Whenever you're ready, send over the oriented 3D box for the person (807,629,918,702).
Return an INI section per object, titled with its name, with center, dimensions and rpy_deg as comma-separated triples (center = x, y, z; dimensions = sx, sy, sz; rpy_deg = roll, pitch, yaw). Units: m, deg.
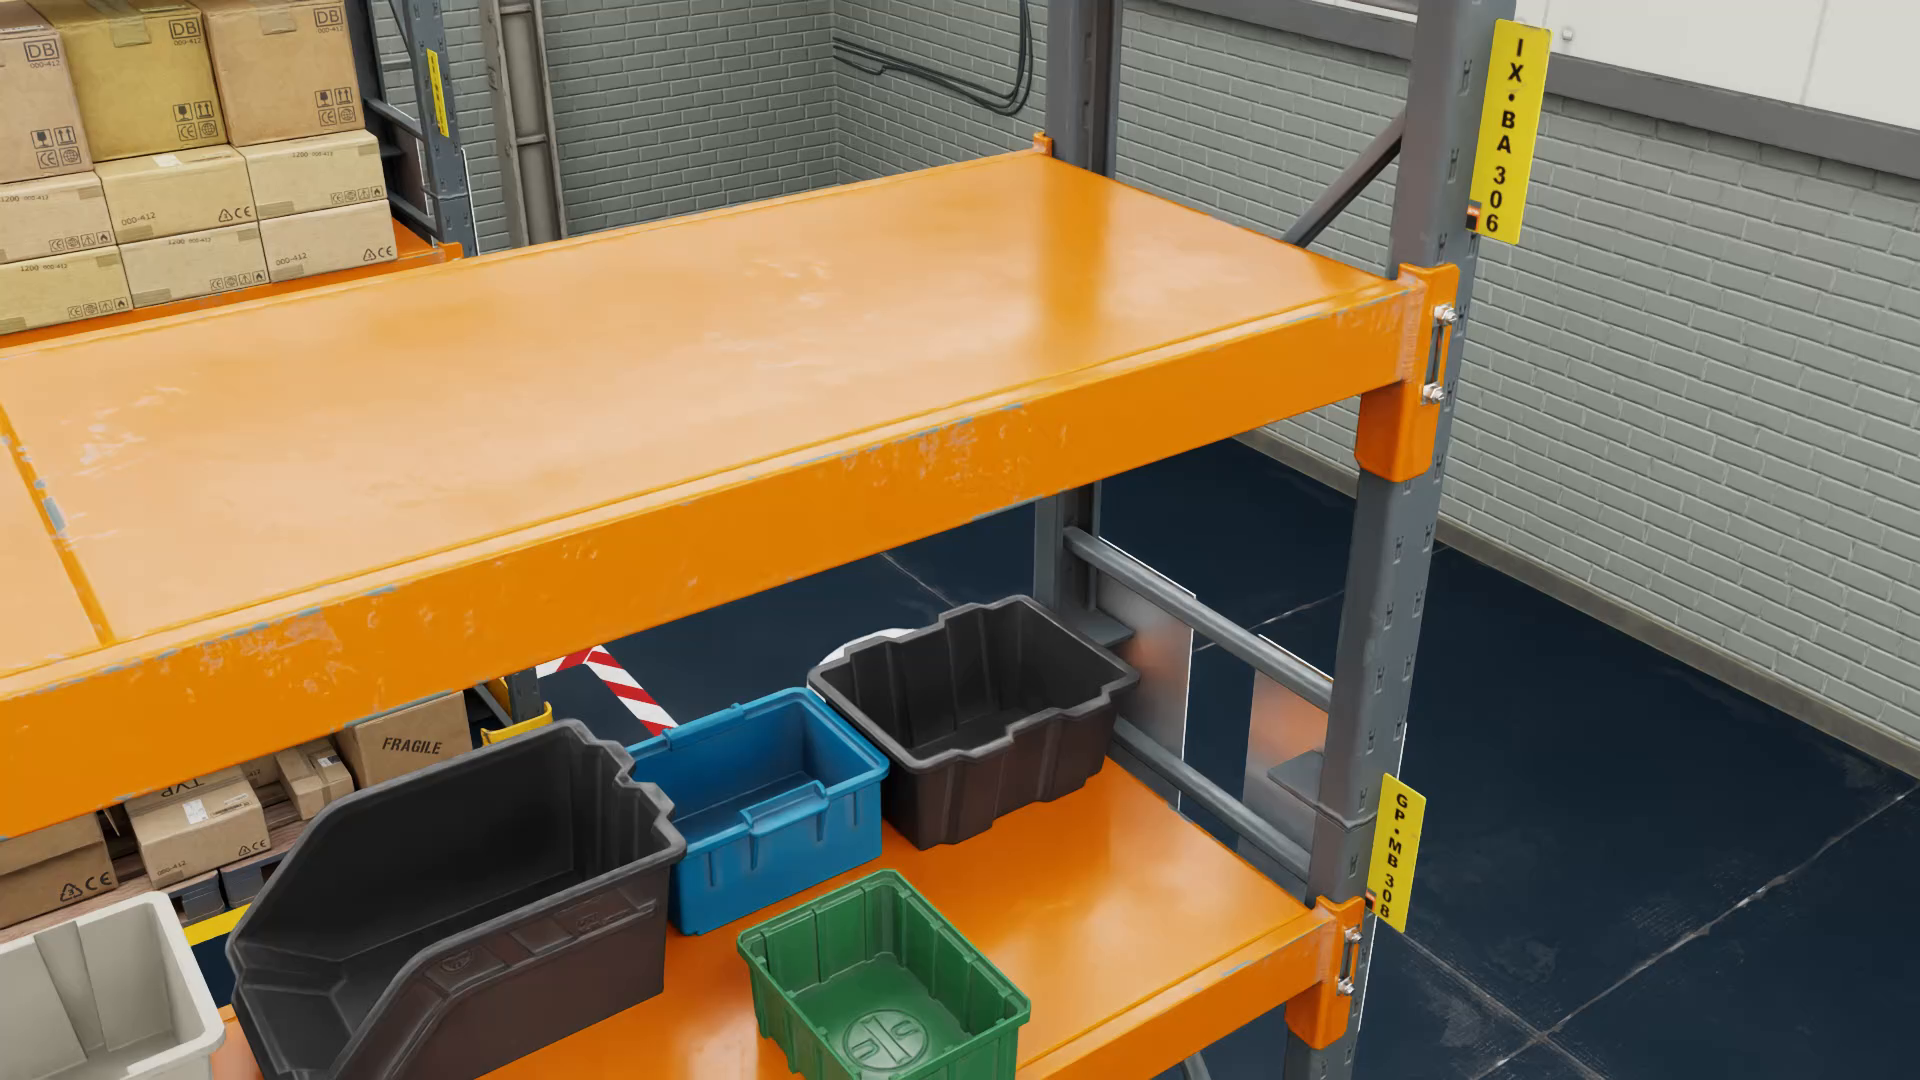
[person]
center = -0.372, 0.777, 8.031
dimensions = 0.527, 1.010, 0.863
rpy_deg = -19, 34, -31
